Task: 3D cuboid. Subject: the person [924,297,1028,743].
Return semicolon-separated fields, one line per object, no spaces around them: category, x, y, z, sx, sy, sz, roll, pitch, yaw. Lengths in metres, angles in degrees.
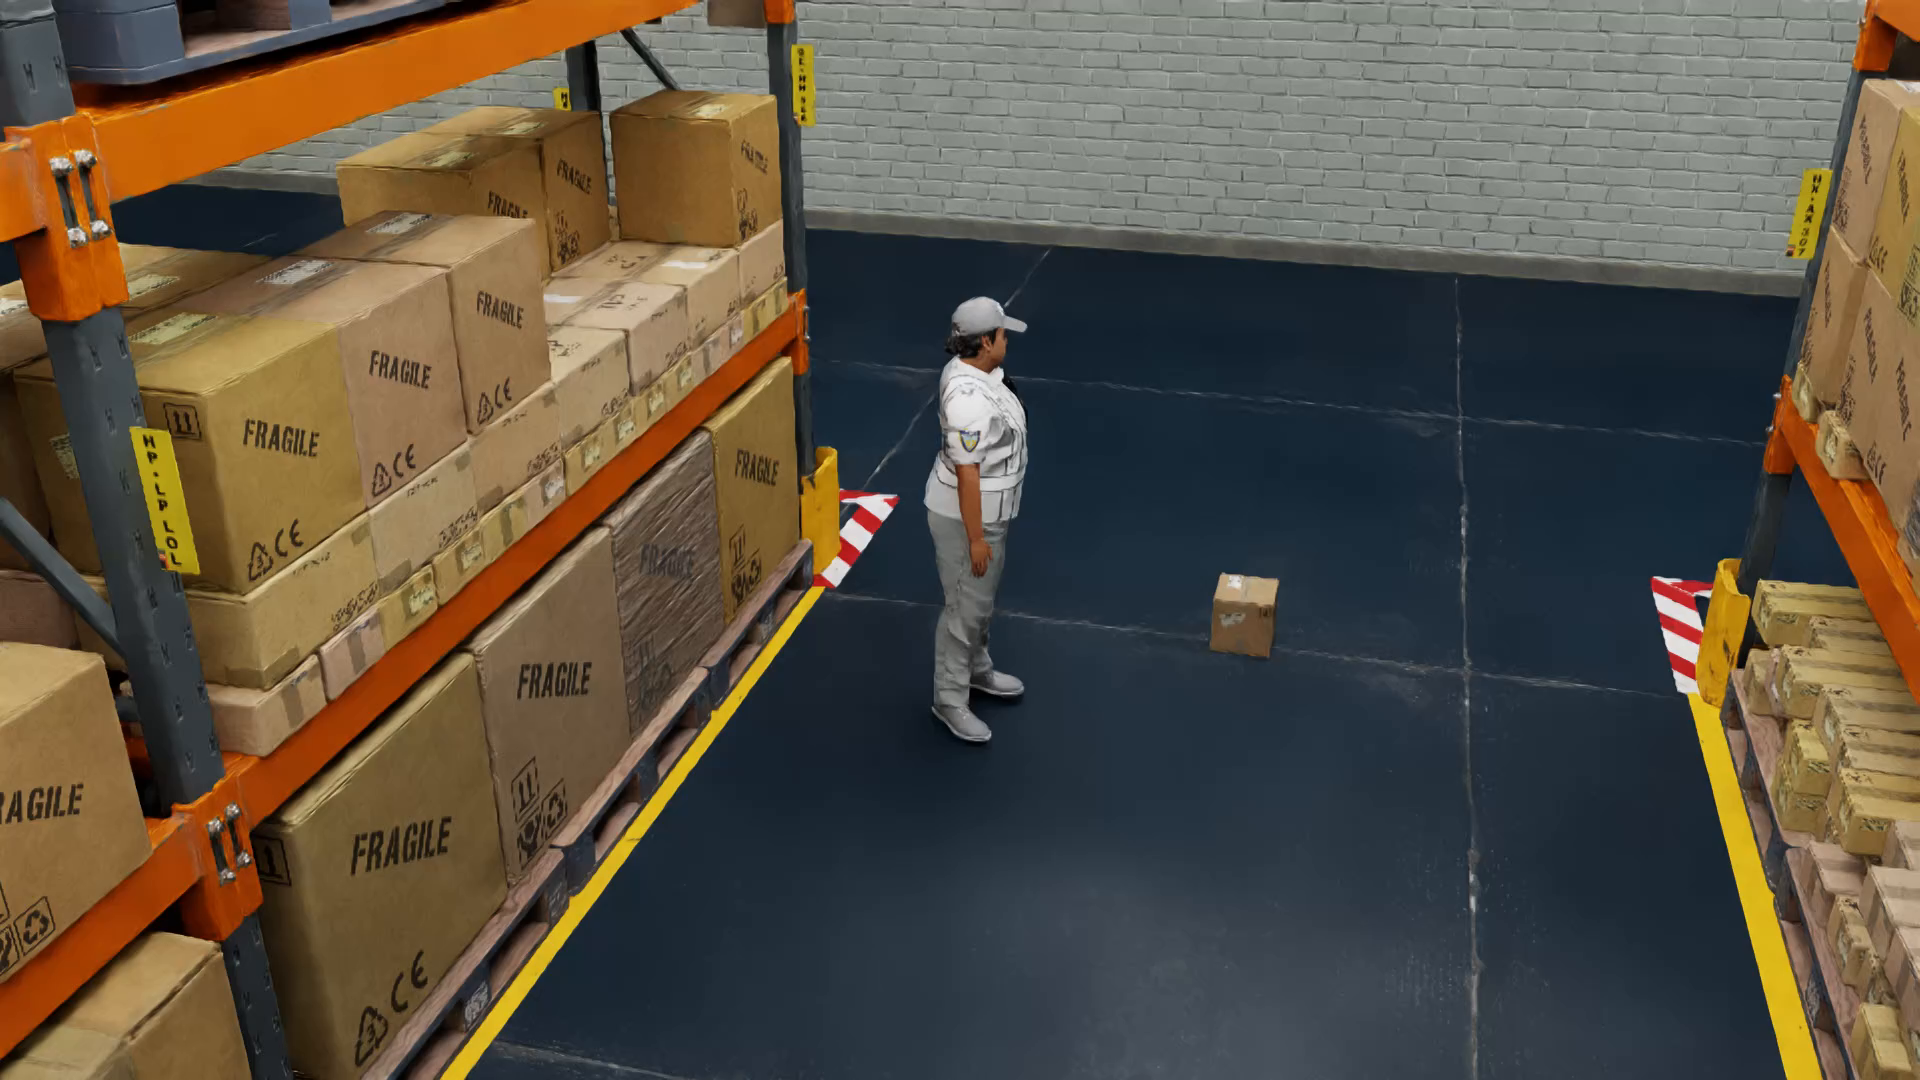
person;0.055;-0.096;6.257;0.386;1.675;0.564;2;26;5
